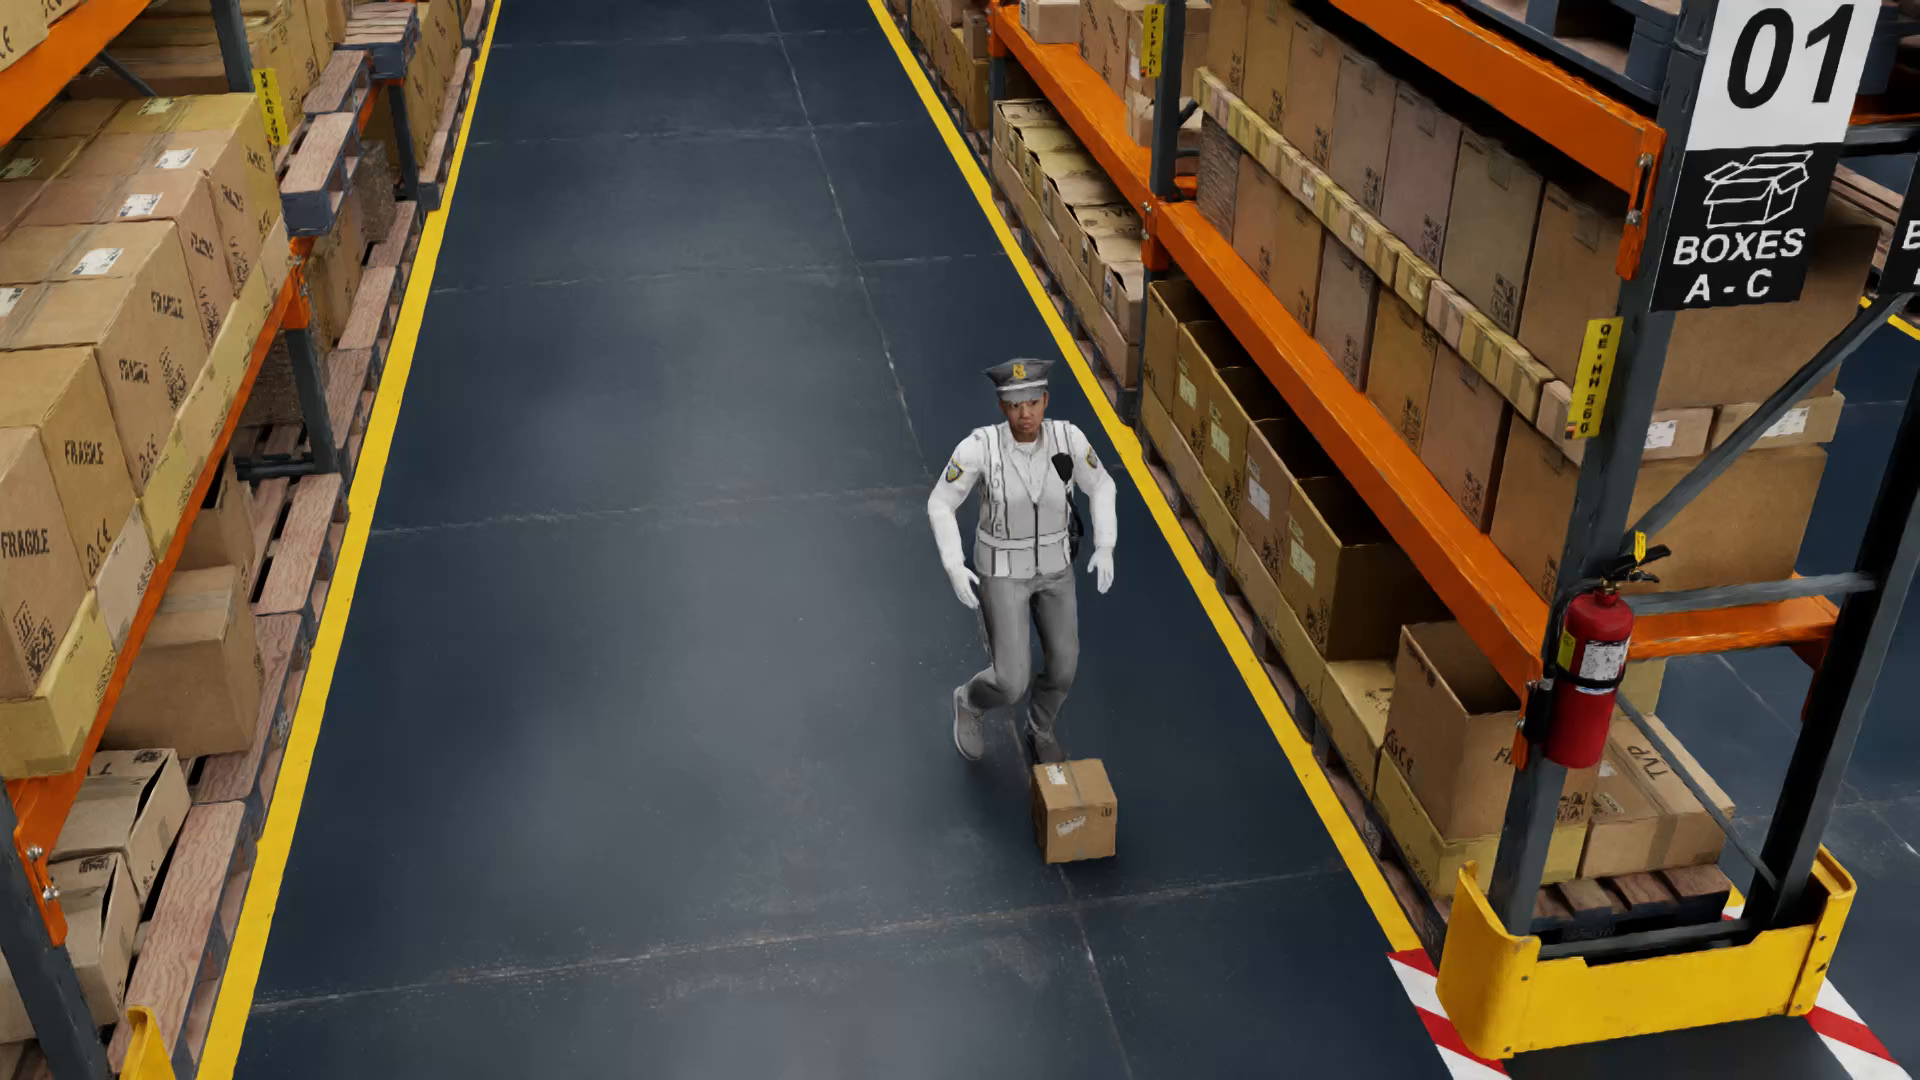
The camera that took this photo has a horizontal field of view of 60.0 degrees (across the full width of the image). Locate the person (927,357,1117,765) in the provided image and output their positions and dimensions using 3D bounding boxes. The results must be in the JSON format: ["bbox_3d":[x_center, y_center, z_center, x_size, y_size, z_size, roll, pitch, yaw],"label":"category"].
[{"bbox_3d":[0.263,0.120,5.928,0.675,1.663,0.467,-11,33,-18],"label":"person"}]
